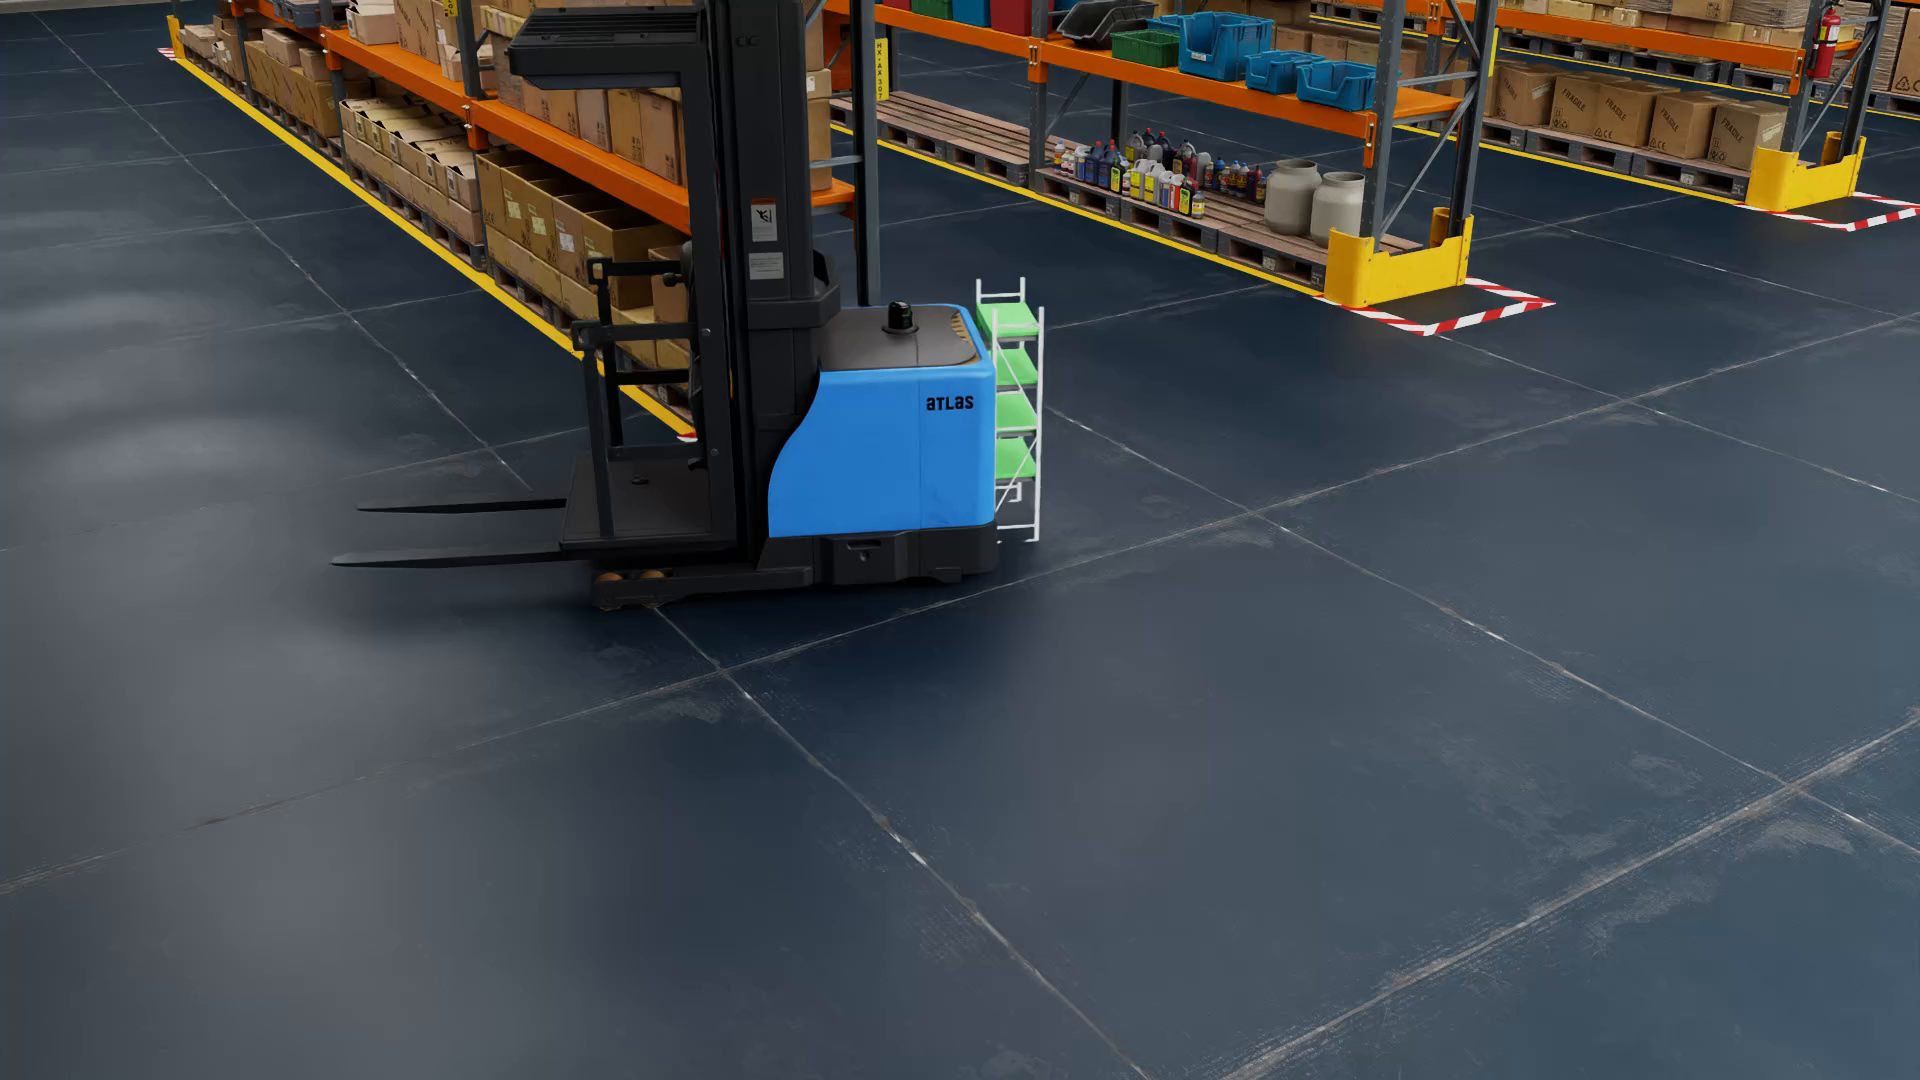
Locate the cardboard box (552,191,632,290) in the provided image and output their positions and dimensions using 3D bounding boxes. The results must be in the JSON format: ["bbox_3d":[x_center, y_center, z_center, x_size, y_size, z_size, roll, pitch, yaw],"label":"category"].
[{"bbox_3d":[-2.277,-1.947,10.712,0.500,0.500,0.500,-16,29,-30],"label":"cardboard box"}]

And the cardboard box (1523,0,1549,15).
[{"bbox_3d":[5.611,-5.122,15.880,0.380,0.149,0.250,-16,29,-30],"label":"cardboard box"}]

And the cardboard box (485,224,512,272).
[{"bbox_3d":[-3.089,-2.146,12.012,0.500,0.250,0.500,-16,29,-30],"label":"cardboard box"}]

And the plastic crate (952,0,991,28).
[{"bbox_3d":[0.201,-4.904,15.144,0.392,0.384,0.575,-16,29,-30],"label":"plastic crate"}]

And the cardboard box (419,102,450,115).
[{"bbox_3d":[-4.490,-3.753,14.758,0.500,0.311,0.500,-16,30,-30],"label":"cardboard box"}]

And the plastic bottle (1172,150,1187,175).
[{"bbox_3d":[1.867,-3.180,14.138,0.061,0.283,0.133,-16,29,-30],"label":"plastic bottle"}]

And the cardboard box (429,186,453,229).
[{"bbox_3d":[-3.832,-2.645,13.068,0.500,0.250,0.500,-16,30,-30],"label":"cardboard box"}]

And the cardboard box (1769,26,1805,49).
[{"bbox_3d":[7.069,-4.253,14.040,0.380,0.149,0.250,-16,29,-30],"label":"cardboard box"}]

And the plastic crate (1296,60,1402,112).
[{"bbox_3d":[2.724,-3.201,11.691,0.499,0.251,0.616,-16,29,-30],"label":"plastic crate"}]

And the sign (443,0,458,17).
[{"bbox_3d":[-3.537,-3.794,11.510,0.100,0.325,0.005,-16,29,-30],"label":"sign"}]

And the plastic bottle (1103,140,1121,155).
[{"bbox_3d":[1.278,-3.239,14.185,0.144,0.351,0.185,-16,29,-30],"label":"plastic bottle"}]

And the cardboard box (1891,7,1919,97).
[{"bbox_3d":[10.701,-5.203,17.755,0.875,0.875,0.875,-16,30,-30],"label":"cardboard box"}]

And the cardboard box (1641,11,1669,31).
[{"bbox_3d":[6.373,-4.697,14.979,0.380,0.149,0.250,-16,29,-30],"label":"cardboard box"}]

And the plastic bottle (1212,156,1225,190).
[{"bbox_3d":[2.167,-3.076,13.933,0.097,0.271,0.097,0,25,0],"label":"plastic bottle"}]

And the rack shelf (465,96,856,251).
[{"bbox_3d":[-1.996,-2.396,10.654,1.077,0.370,4.000,-16,29,-30],"label":"rack shelf"}]

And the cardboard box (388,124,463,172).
[{"bbox_3d":[-4.380,-3.259,13.712,0.500,0.311,0.500,-16,30,-30],"label":"cardboard box"}]

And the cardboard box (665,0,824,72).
[{"bbox_3d":[-1.177,-2.827,9.087,0.700,0.500,0.500,-15,29,-29],"label":"cardboard box"}]

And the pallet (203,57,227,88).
[{"bbox_3d":[-8.499,-5.719,20.119,1.003,0.211,1.213,-16,29,-30],"label":"pallet"}]

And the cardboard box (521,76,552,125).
[{"bbox_3d":[-2.547,-3.137,11.265,0.700,0.500,0.500,-16,30,-30],"label":"cardboard box"}]

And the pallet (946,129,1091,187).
[{"bbox_3d":[0.603,-3.600,15.629,1.003,0.211,1.213,-16,29,-30],"label":"pallet"}]

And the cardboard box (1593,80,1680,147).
[{"bbox_3d":[6.390,-4.034,15.718,0.500,0.500,0.500,-13,28,-25],"label":"cardboard box"}]

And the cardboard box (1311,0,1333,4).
[{"bbox_3d":[5.529,-8.270,24.690,0.500,0.500,0.500,-14,29,-27],"label":"cardboard box"}]

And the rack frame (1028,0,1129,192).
[{"bbox_3d":[1.064,-4.590,14.458,1.000,3.000,0.127,-16,29,-30],"label":"rack frame"}]

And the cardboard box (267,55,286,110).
[{"bbox_3d":[-6.828,-4.768,17.249,0.500,0.500,0.500,-15,29,-29],"label":"cardboard box"}]

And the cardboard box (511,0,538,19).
[{"bbox_3d":[-2.564,-3.731,11.002,0.700,0.500,0.500,-16,29,-30],"label":"cardboard box"}]

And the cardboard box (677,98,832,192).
[{"bbox_3d":[-1.149,-2.221,9.324,0.700,0.500,0.500,-16,29,-30],"label":"cardboard box"}]

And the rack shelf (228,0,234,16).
[{"bbox_3d":[-8.547,-6.688,19.746,1.077,0.370,4.000,-16,29,-30],"label":"rack shelf"}]

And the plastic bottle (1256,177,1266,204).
[{"bbox_3d":[2.463,-2.851,13.537,0.097,0.201,0.097,0,25,0],"label":"plastic bottle"}]

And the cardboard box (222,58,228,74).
[{"bbox_3d":[-8.259,-5.466,19.138,0.380,0.149,0.250,-16,29,-30],"label":"cardboard box"}]

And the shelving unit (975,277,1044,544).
[{"bbox_3d":[0.234,-0.636,8.192,0.258,1.200,0.503,-4,26,-7],"label":"shelving unit"}]

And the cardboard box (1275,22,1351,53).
[{"bbox_3d":[4.042,-5.611,19.036,0.700,0.500,0.500,-13,28,-25],"label":"cardboard box"}]

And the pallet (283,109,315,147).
[{"bbox_3d":[-6.309,-4.318,17.150,1.003,0.211,1.213,-16,29,-30],"label":"pallet"}]

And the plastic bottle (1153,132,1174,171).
[{"bbox_3d":[1.762,-3.359,14.439,0.144,0.351,0.185,-17,30,-32],"label":"plastic bottle"}]

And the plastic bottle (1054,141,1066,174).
[{"bbox_3d":[0.871,-3.339,14.489,0.097,0.271,0.097,0,25,0],"label":"plastic bottle"}]

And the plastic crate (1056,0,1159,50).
[{"bbox_3d":[1.243,-4.345,14.012,0.767,0.338,0.504,-16,29,-30],"label":"plastic crate"}]

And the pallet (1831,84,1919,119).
[{"bbox_3d":[10.445,-4.876,18.331,1.003,0.211,1.213,-16,29,-30],"label":"pallet"}]

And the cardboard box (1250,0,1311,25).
[{"bbox_3d":[3.719,-6.162,19.324,0.500,0.250,0.500,-12,28,-24],"label":"cardboard box"}]

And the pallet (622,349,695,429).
[{"bbox_3d":[-1.357,-1.009,10.139,1.003,0.211,1.213,-16,29,-30],"label":"pallet"}]

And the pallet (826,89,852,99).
[{"bbox_3d":[-1.585,-5.032,18.661,1.003,0.211,1.213,-16,29,-30],"label":"pallet"}]

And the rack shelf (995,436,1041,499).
[{"bbox_3d":[0.234,-0.361,8.321,0.258,0.148,0.480,-4,26,-7],"label":"rack shelf"}]

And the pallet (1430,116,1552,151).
[{"bbox_3d":[5.610,-4.251,17.007,1.003,0.211,1.213,-16,29,-30],"label":"pallet"}]

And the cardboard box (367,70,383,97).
[{"bbox_3d":[-5.571,-4.351,16.366,0.500,0.500,0.500,-17,30,-31],"label":"cardboard box"}]

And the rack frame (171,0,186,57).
[{"bbox_3d":[-9.639,-7.729,21.108,1.000,3.000,0.127,-16,29,-30],"label":"rack frame"}]

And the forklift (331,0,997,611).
[{"bbox_3d":[-1.384,-1.245,7.454,3.031,2.935,1.130,-3,25,-7],"label":"forklift"}]

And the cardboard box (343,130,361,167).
[{"bbox_3d":[-5.232,-3.558,15.002,0.500,0.250,0.500,-16,29,-30],"label":"cardboard box"}]

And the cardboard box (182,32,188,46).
[{"bbox_3d":[-9.562,-6.327,20.943,0.380,0.166,0.250,-16,29,-30],"label":"cardboard box"}]

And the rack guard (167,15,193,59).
[{"bbox_3d":[-9.597,-6.571,21.584,1.175,0.500,0.348,-16,29,-30],"label":"rack guard"}]

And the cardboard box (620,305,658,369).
[{"bbox_3d":[-1.728,-1.251,10.116,0.500,0.250,0.500,-16,29,-30],"label":"cardboard box"}]

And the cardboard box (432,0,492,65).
[{"bbox_3d":[-3.781,-3.949,12.984,0.500,0.500,0.500,-13,28,-26],"label":"cardboard box"}]

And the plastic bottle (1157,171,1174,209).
[{"bbox_3d":[1.688,-2.827,13.400,0.152,0.276,0.135,-16,30,-31],"label":"plastic bottle"}]

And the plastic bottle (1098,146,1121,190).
[{"bbox_3d":[1.260,-3.138,13.970,0.144,0.351,0.185,-17,30,-32],"label":"plastic bottle"}]

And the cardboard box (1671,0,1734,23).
[{"bbox_3d":[6.747,-4.847,14.538,0.875,0.500,0.500,-16,29,-30],"label":"cardboard box"}]
